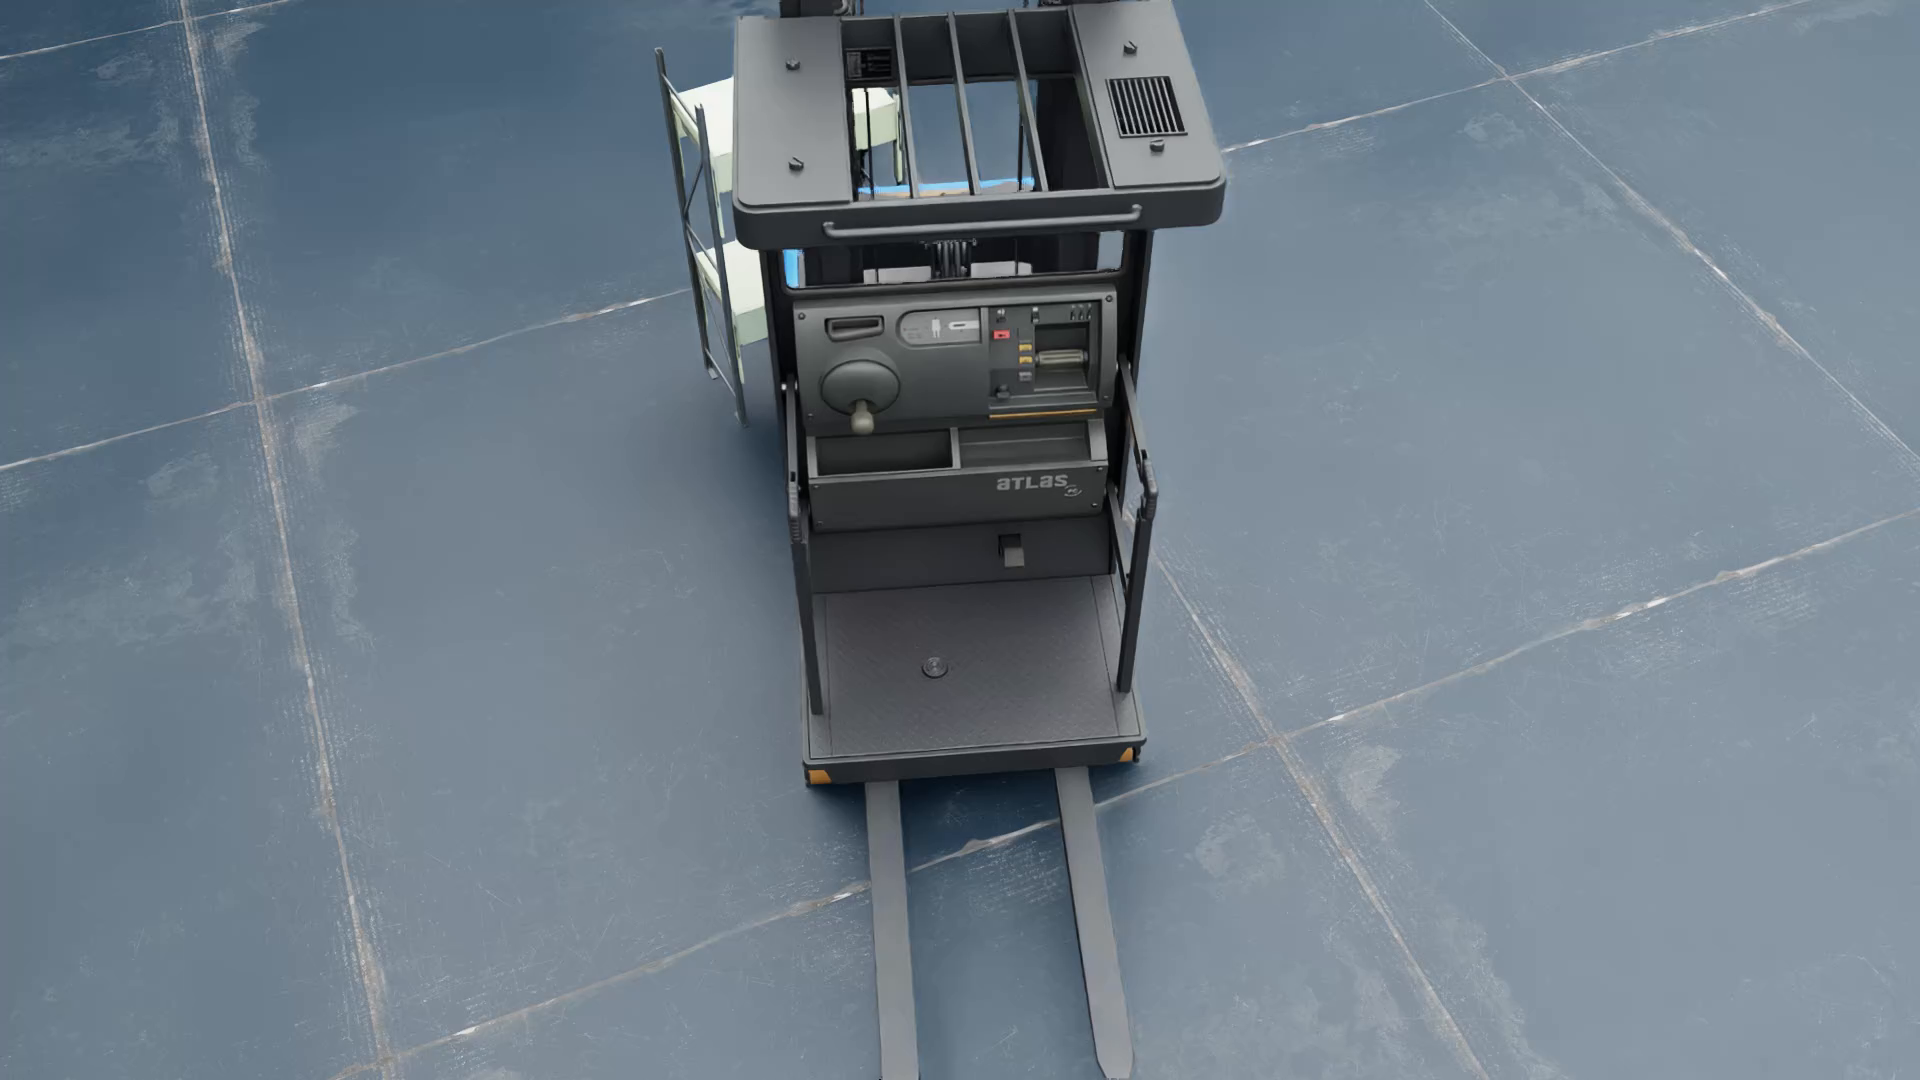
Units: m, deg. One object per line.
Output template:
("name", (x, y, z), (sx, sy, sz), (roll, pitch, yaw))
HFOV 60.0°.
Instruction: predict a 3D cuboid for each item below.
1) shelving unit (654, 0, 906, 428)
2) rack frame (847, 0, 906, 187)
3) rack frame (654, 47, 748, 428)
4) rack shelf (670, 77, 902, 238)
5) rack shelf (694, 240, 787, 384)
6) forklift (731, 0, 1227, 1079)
("shelving unit", (-0.627, -1.204, 6.295), (0.755, 1.500, 0.431), (-22, 53, -18))
("rack frame", (-0.304, -1.334, 6.407), (0.023, 1.500, 0.400), (-22, 53, -18))
("rack frame", (-0.950, -1.073, 6.183), (0.023, 1.500, 0.400), (-22, 53, -18))
("rack shelf", (-0.627, -1.458, 5.999), (0.720, 0.370, 0.431), (-22, 53, -18))
("rack shelf", (-0.627, -0.991, 6.543), (0.720, 0.370, 0.431), (-22, 53, -18))
("forklift", (0.012, -0.417, 4.676), (1.130, 2.935, 3.031), (-4, 49, -3))
